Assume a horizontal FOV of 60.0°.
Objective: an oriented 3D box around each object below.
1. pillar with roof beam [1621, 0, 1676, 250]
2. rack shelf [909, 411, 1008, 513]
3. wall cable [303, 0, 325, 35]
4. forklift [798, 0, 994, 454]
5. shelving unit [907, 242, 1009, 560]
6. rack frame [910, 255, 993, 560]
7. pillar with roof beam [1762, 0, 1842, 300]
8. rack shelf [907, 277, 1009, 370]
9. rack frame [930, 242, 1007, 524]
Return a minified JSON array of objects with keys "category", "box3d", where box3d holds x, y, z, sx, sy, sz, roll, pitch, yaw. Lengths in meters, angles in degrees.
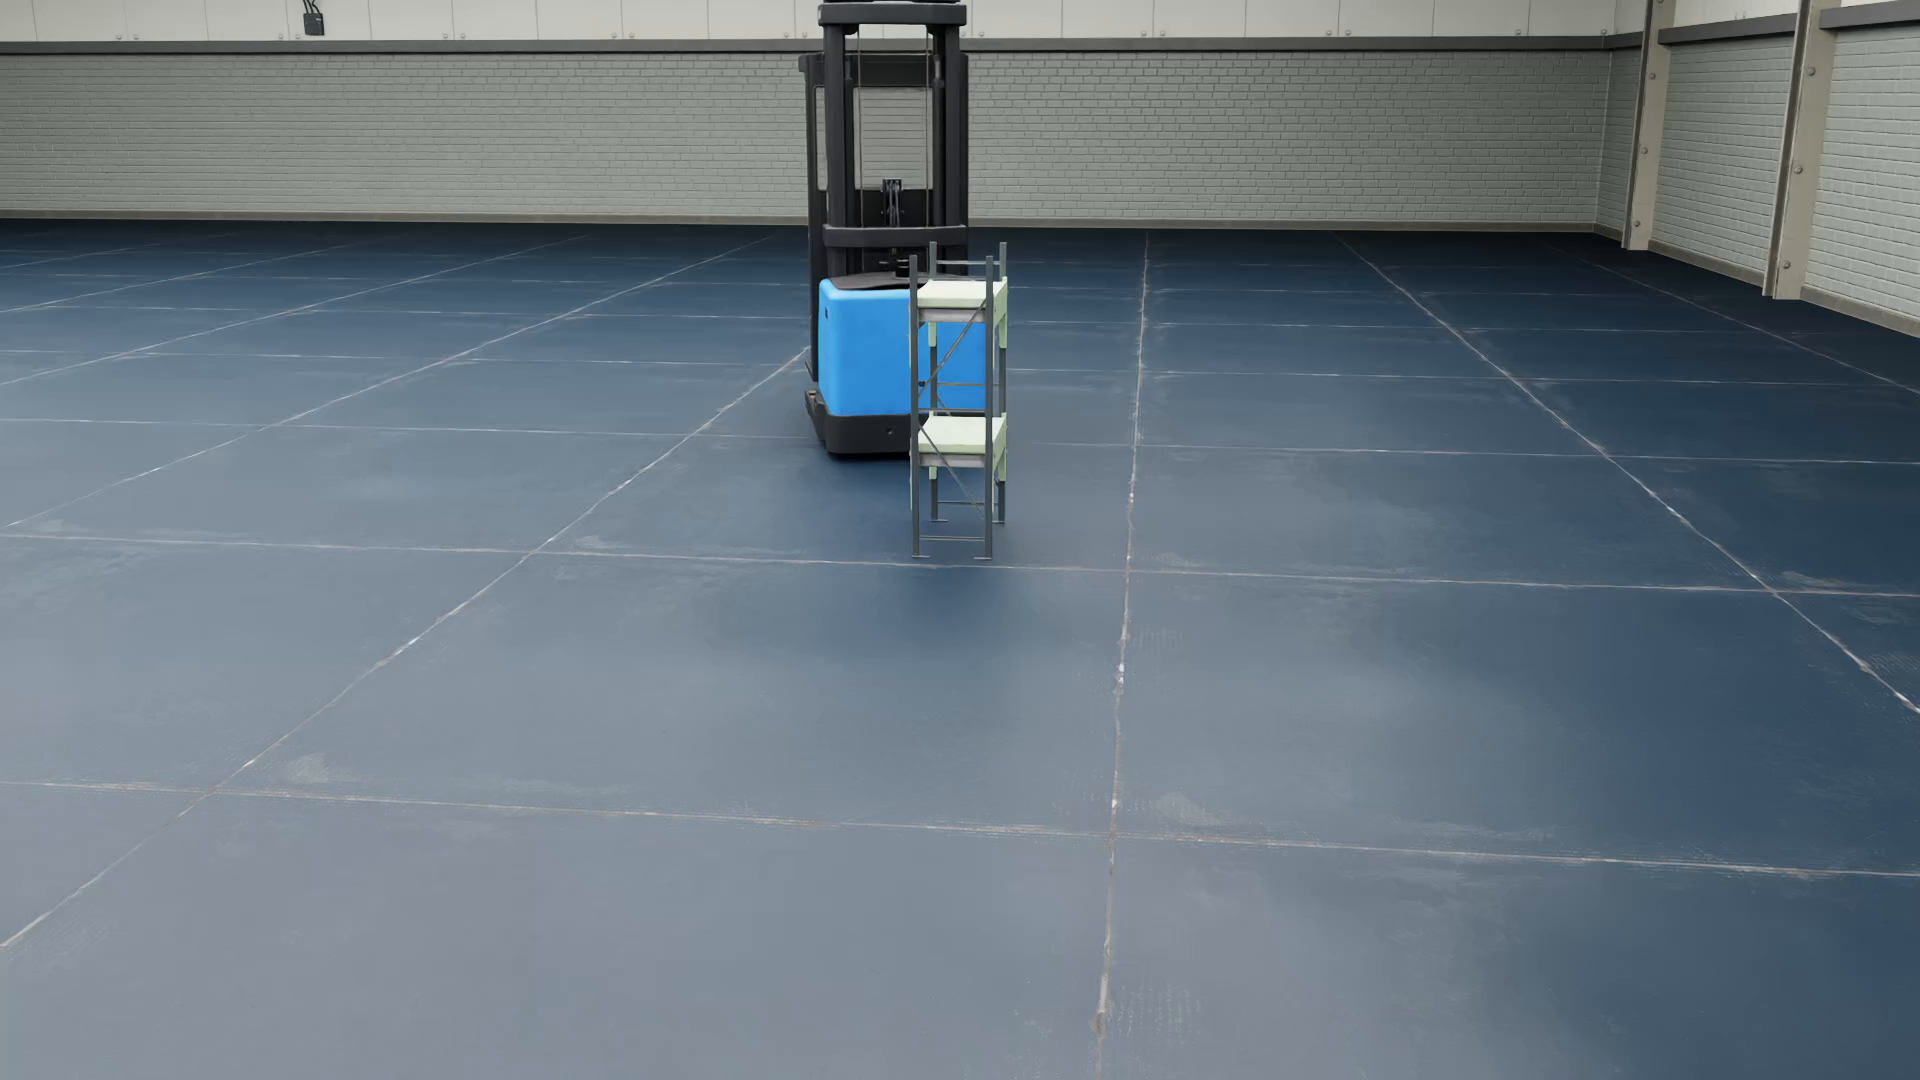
[{"category":"pillar with roof beam","box3d":[5.709,-8.776,23.876,9.100,9.000,0.400,2,15,6]},{"category":"rack shelf","box3d":[0.001,-0.411,8.558,0.431,0.370,0.720,2,15,6]},{"category":"wall cable","box3d":[-10.235,-11.660,28.027,2.305,6.003,0.169,2,15,6]},{"category":"forklift","box3d":[-0.524,-2.291,11.520,1.130,2.935,3.031,-2,15,-9]},{"category":"shelving unit","box3d":[0.001,-0.726,8.473,0.431,1.500,0.755,2,15,6]},{"category":"rack frame","box3d":[-0.041,-0.631,8.122,0.400,1.500,0.023,2,15,6]},{"category":"pillar with roof beam","box3d":[5.032,-7.219,18.121,9.100,9.000,0.400,2,15,6]},{"category":"rack shelf","box3d":[0.001,-1.102,8.371,0.431,0.370,0.720,2,15,6]},{"category":"rack frame","box3d":[0.042,-0.821,8.824,0.400,1.500,0.023,2,15,6]}]
